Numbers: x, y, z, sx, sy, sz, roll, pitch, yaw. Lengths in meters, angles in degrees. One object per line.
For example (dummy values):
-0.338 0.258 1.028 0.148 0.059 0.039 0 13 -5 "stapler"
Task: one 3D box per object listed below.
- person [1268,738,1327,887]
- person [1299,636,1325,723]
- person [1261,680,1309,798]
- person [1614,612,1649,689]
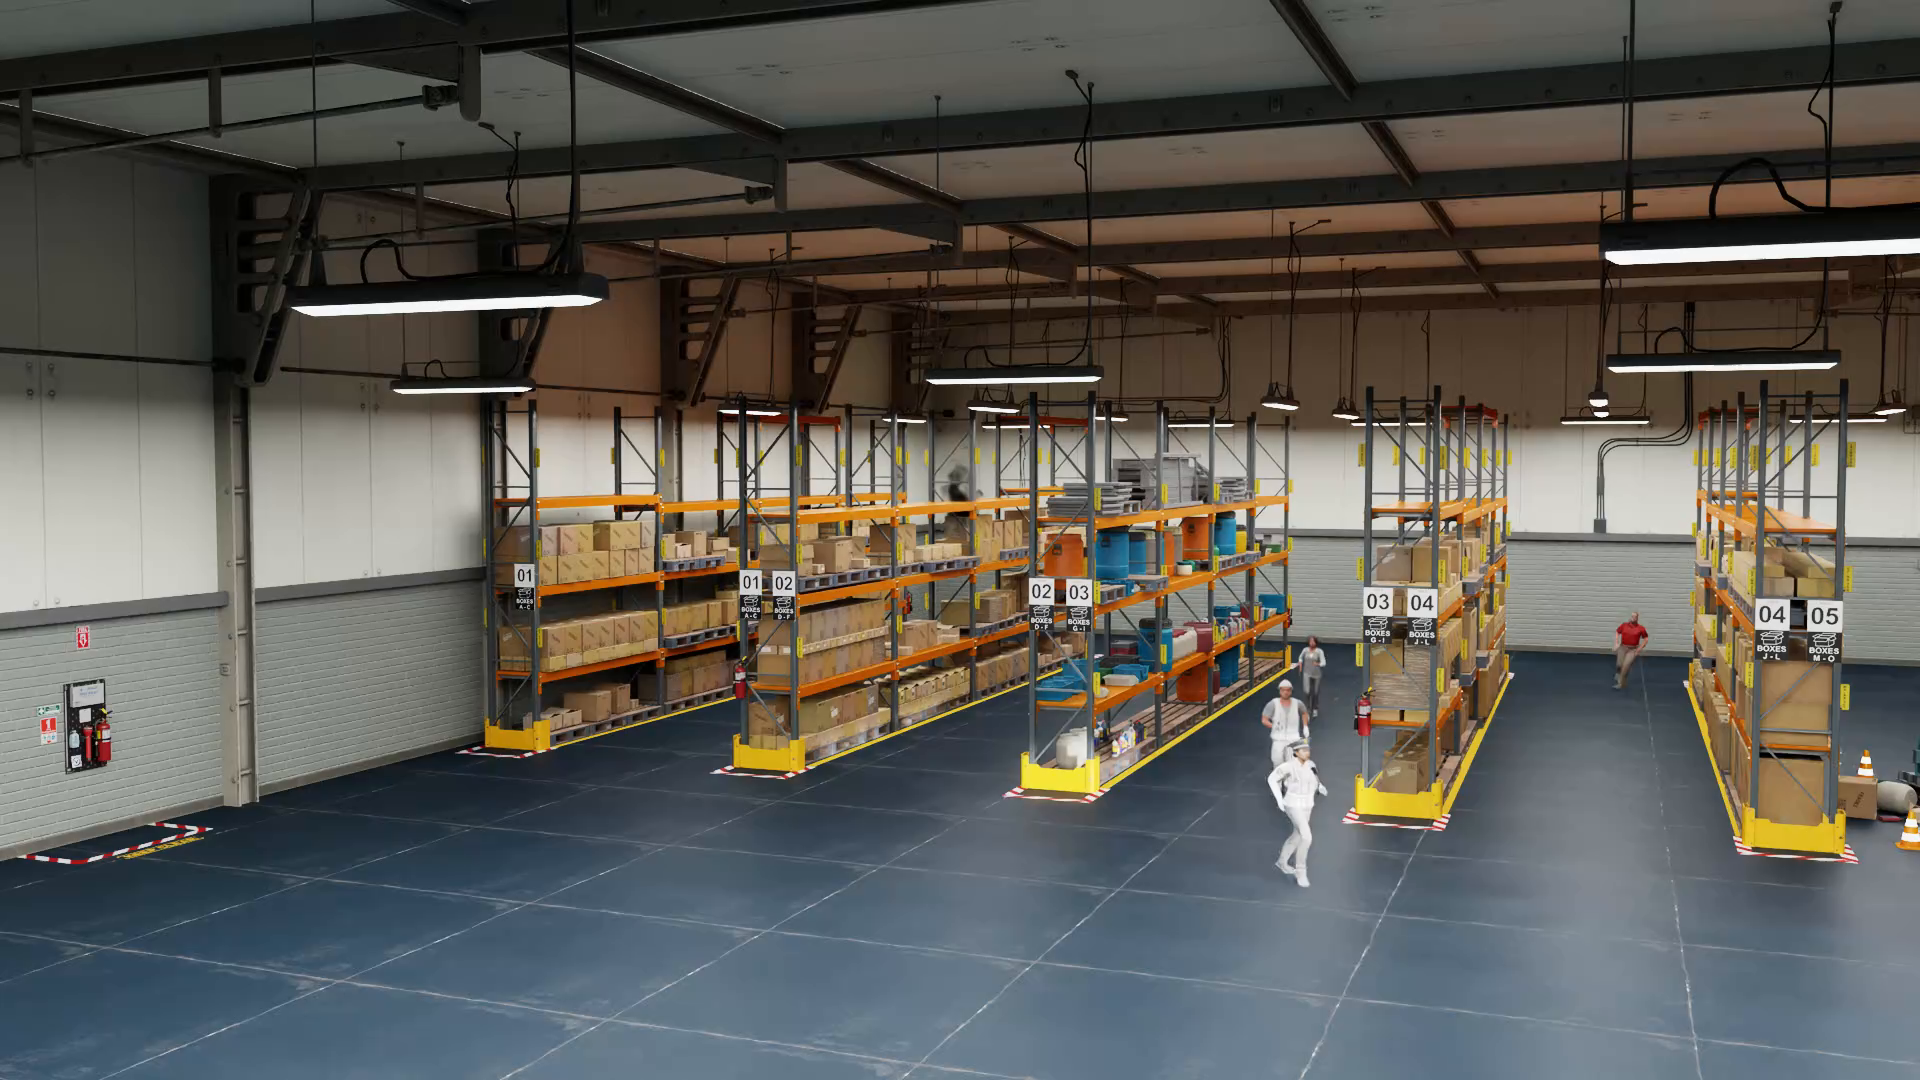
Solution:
4.022 3.200 19.676 0.598 1.751 0.728 -2 3 -36 "person"
6.691 2.649 31.635 0.510 1.615 0.728 1 3 13 "person"
4.688 2.916 23.985 0.682 1.823 0.861 0 3 6 "person"
14.570 2.396 36.126 0.699 1.652 0.584 2 3 32 "person"
